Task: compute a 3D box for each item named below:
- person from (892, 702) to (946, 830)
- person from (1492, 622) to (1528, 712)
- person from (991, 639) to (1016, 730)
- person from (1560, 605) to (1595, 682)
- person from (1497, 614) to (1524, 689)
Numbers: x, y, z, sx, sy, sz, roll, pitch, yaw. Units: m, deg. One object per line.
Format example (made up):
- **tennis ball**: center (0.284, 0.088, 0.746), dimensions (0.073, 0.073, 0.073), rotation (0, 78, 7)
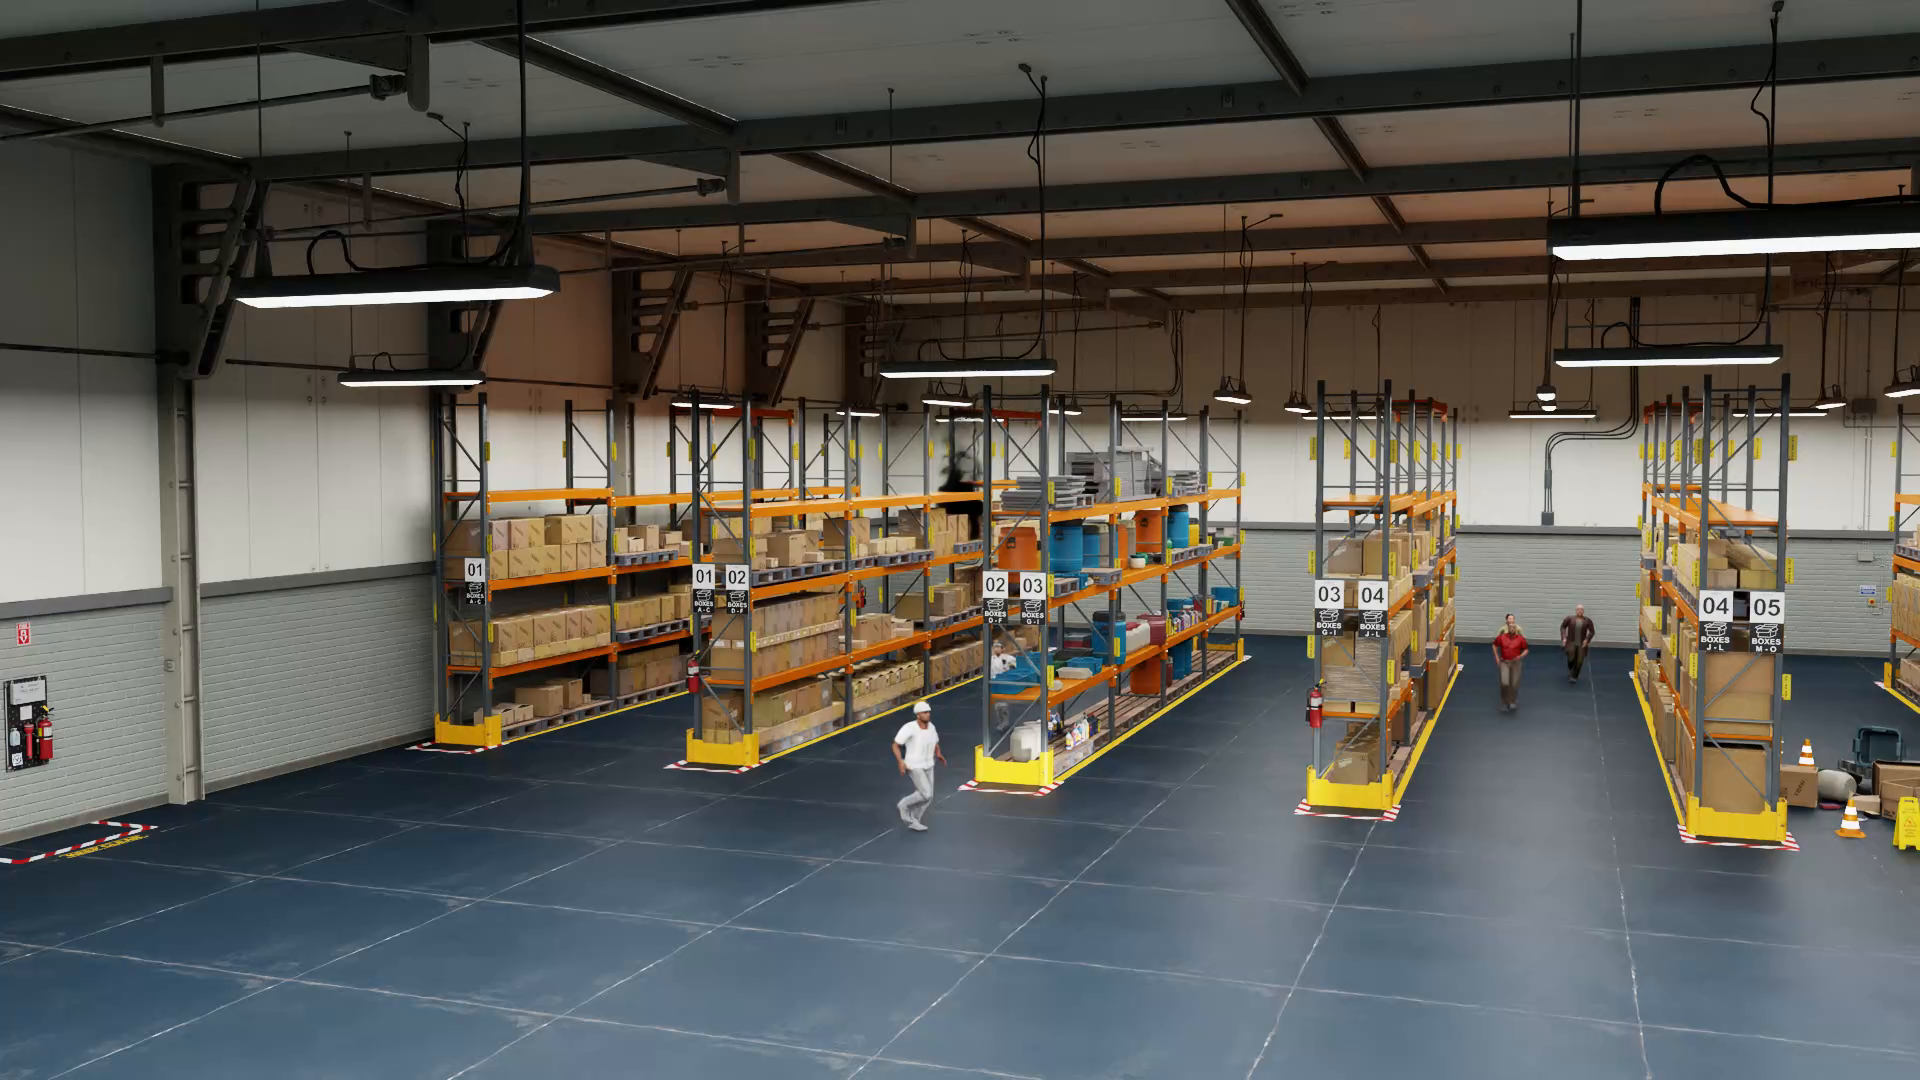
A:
- **person**: center (-0.509, 2.978, 21.881), dimensions (0.620, 1.711, 0.694), rotation (3, 4, 44)
- **person**: center (10.598, 2.467, 32.029), dimensions (0.654, 1.774, 0.612), rotation (1, 3, 15)
- **person**: center (0.738, 2.592, 29.610), dimensions (0.634, 1.647, 0.728), rotation (1, 3, 25)
- **person**: center (13.338, 2.242, 35.913), dimensions (0.690, 1.700, 0.592), rotation (1, 3, 15)
- **person**: center (11.521, 2.344, 34.783), dimensions (0.567, 1.622, 0.579), rotation (1, 3, 13)
